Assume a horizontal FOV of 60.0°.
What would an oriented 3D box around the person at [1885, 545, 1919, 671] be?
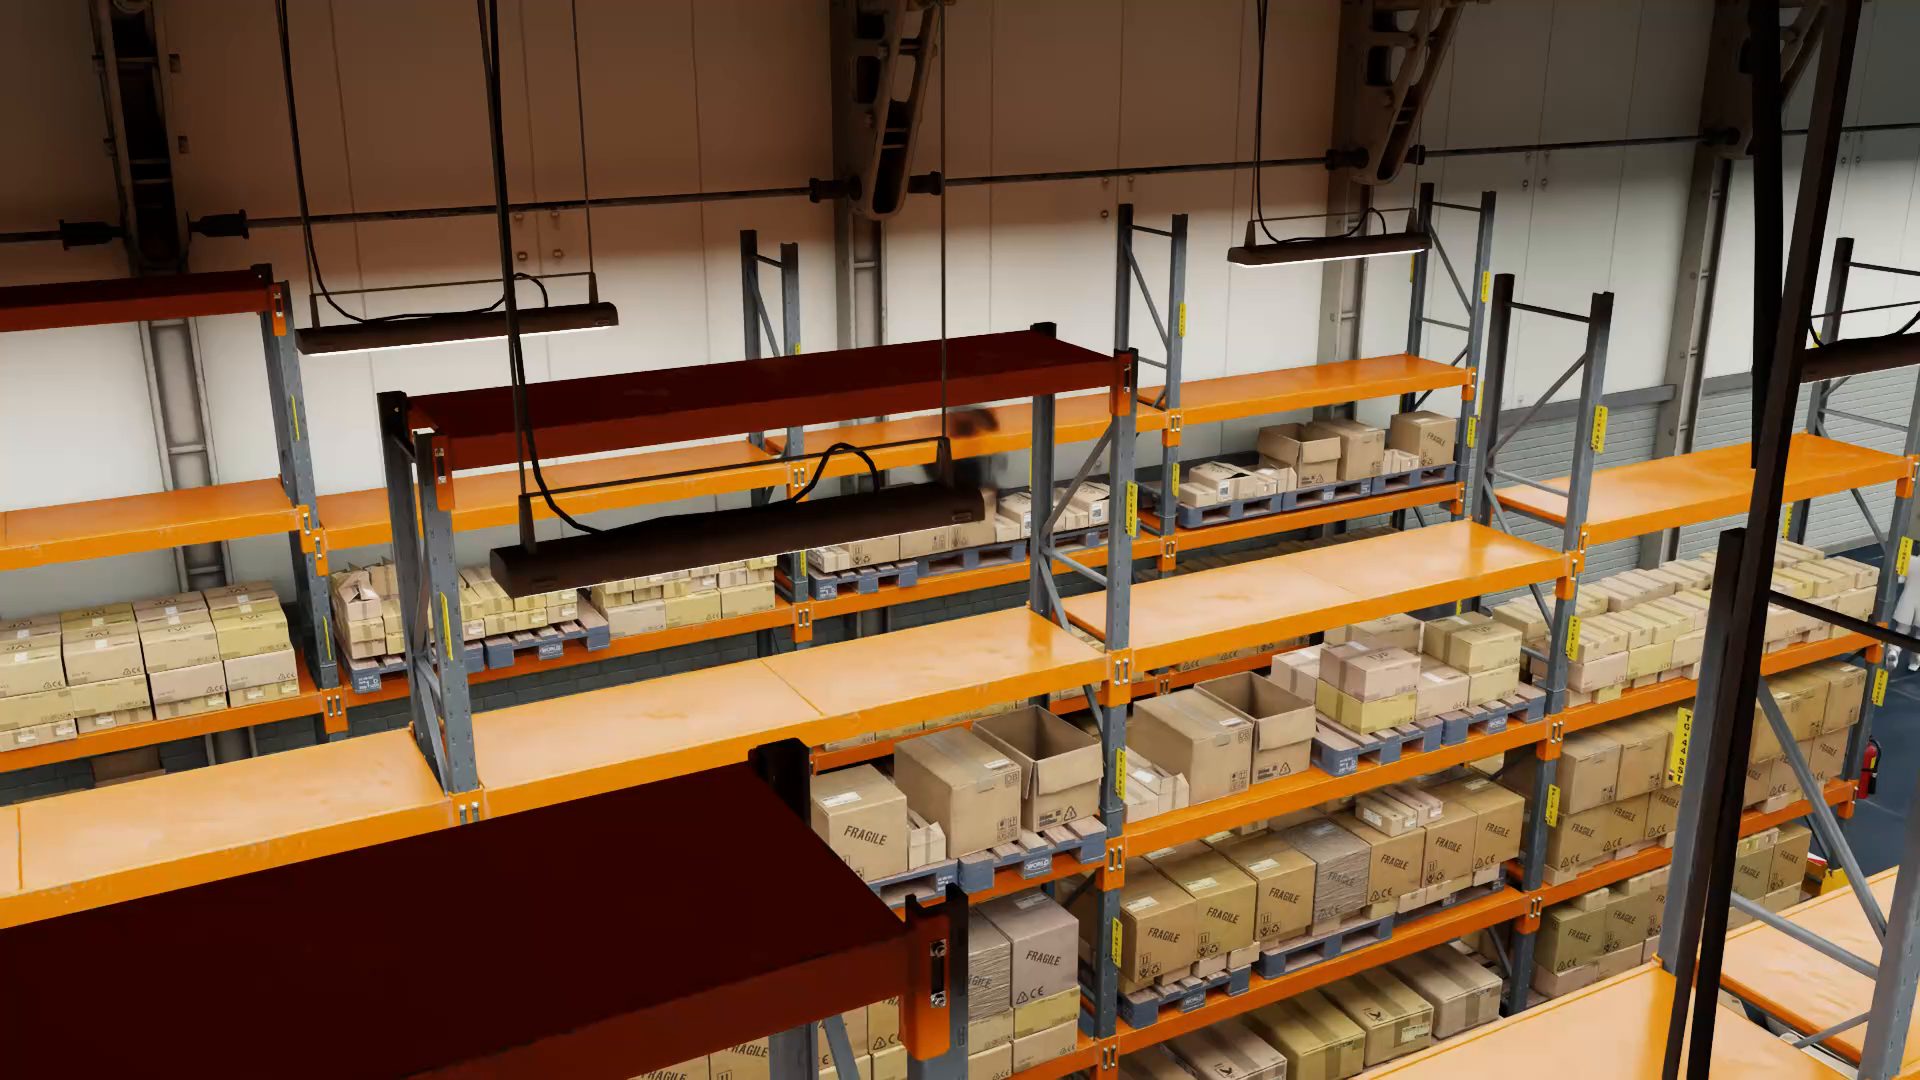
[{"bbox_3d":[11.684,0.805,20.268,0.720,1.751,0.963,17,25,42],"label":"person"}]
